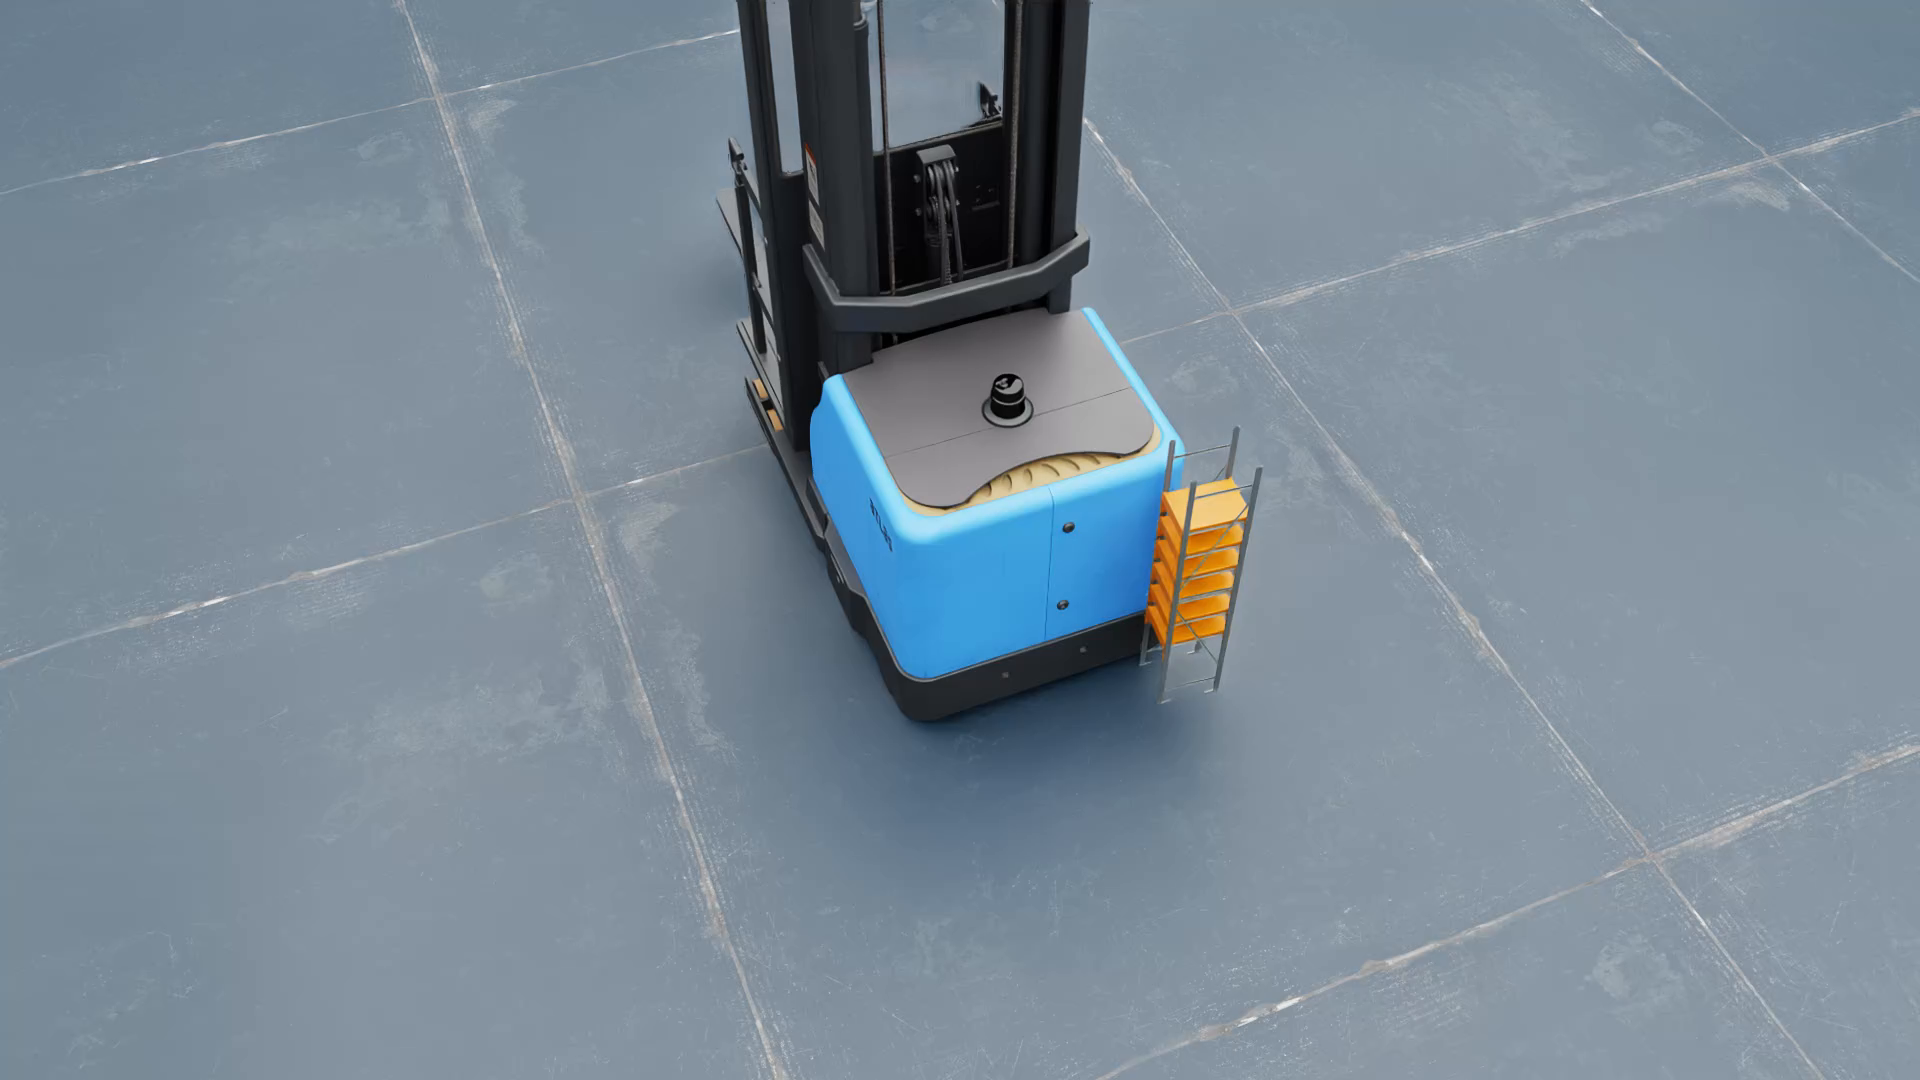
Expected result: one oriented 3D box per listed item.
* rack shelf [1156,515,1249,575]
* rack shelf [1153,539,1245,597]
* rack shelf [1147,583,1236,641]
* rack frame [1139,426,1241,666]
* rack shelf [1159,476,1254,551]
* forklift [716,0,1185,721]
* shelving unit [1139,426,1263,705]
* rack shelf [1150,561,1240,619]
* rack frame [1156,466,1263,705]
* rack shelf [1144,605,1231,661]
[{"bbox_3d":[0.807,-0.009,5.550,0.258,0.103,0.180,-12,50,-10],"label":"rack shelf"},{"bbox_3d":[0.807,0.069,5.641,0.258,0.103,0.180,-12,50,-10],"label":"rack shelf"},{"bbox_3d":[0.807,0.225,5.823,0.258,0.103,0.180,-12,50,-10],"label":"rack shelf"},{"bbox_3d":[0.782,0.051,5.756,0.240,1.200,0.006,-12,50,-10],"label":"rack frame"},{"bbox_3d":[0.807,-0.087,5.459,0.258,0.103,0.180,-12,50,-10],"label":"rack shelf"},{"bbox_3d":[-0.254,-1.452,5.906,1.130,2.935,3.031,-17,51,-14],"label":"forklift"},{"bbox_3d":[0.807,0.118,5.698,0.258,1.200,0.189,-12,50,-10],"label":"shelving unit"},{"bbox_3d":[0.807,0.147,5.732,0.258,0.103,0.180,-12,50,-10],"label":"rack shelf"},{"bbox_3d":[0.833,0.185,5.641,0.240,1.200,0.006,-12,50,-10],"label":"rack frame"},{"bbox_3d":[0.807,0.303,5.914,0.258,0.103,0.180,-12,50,-10],"label":"rack shelf"}]
